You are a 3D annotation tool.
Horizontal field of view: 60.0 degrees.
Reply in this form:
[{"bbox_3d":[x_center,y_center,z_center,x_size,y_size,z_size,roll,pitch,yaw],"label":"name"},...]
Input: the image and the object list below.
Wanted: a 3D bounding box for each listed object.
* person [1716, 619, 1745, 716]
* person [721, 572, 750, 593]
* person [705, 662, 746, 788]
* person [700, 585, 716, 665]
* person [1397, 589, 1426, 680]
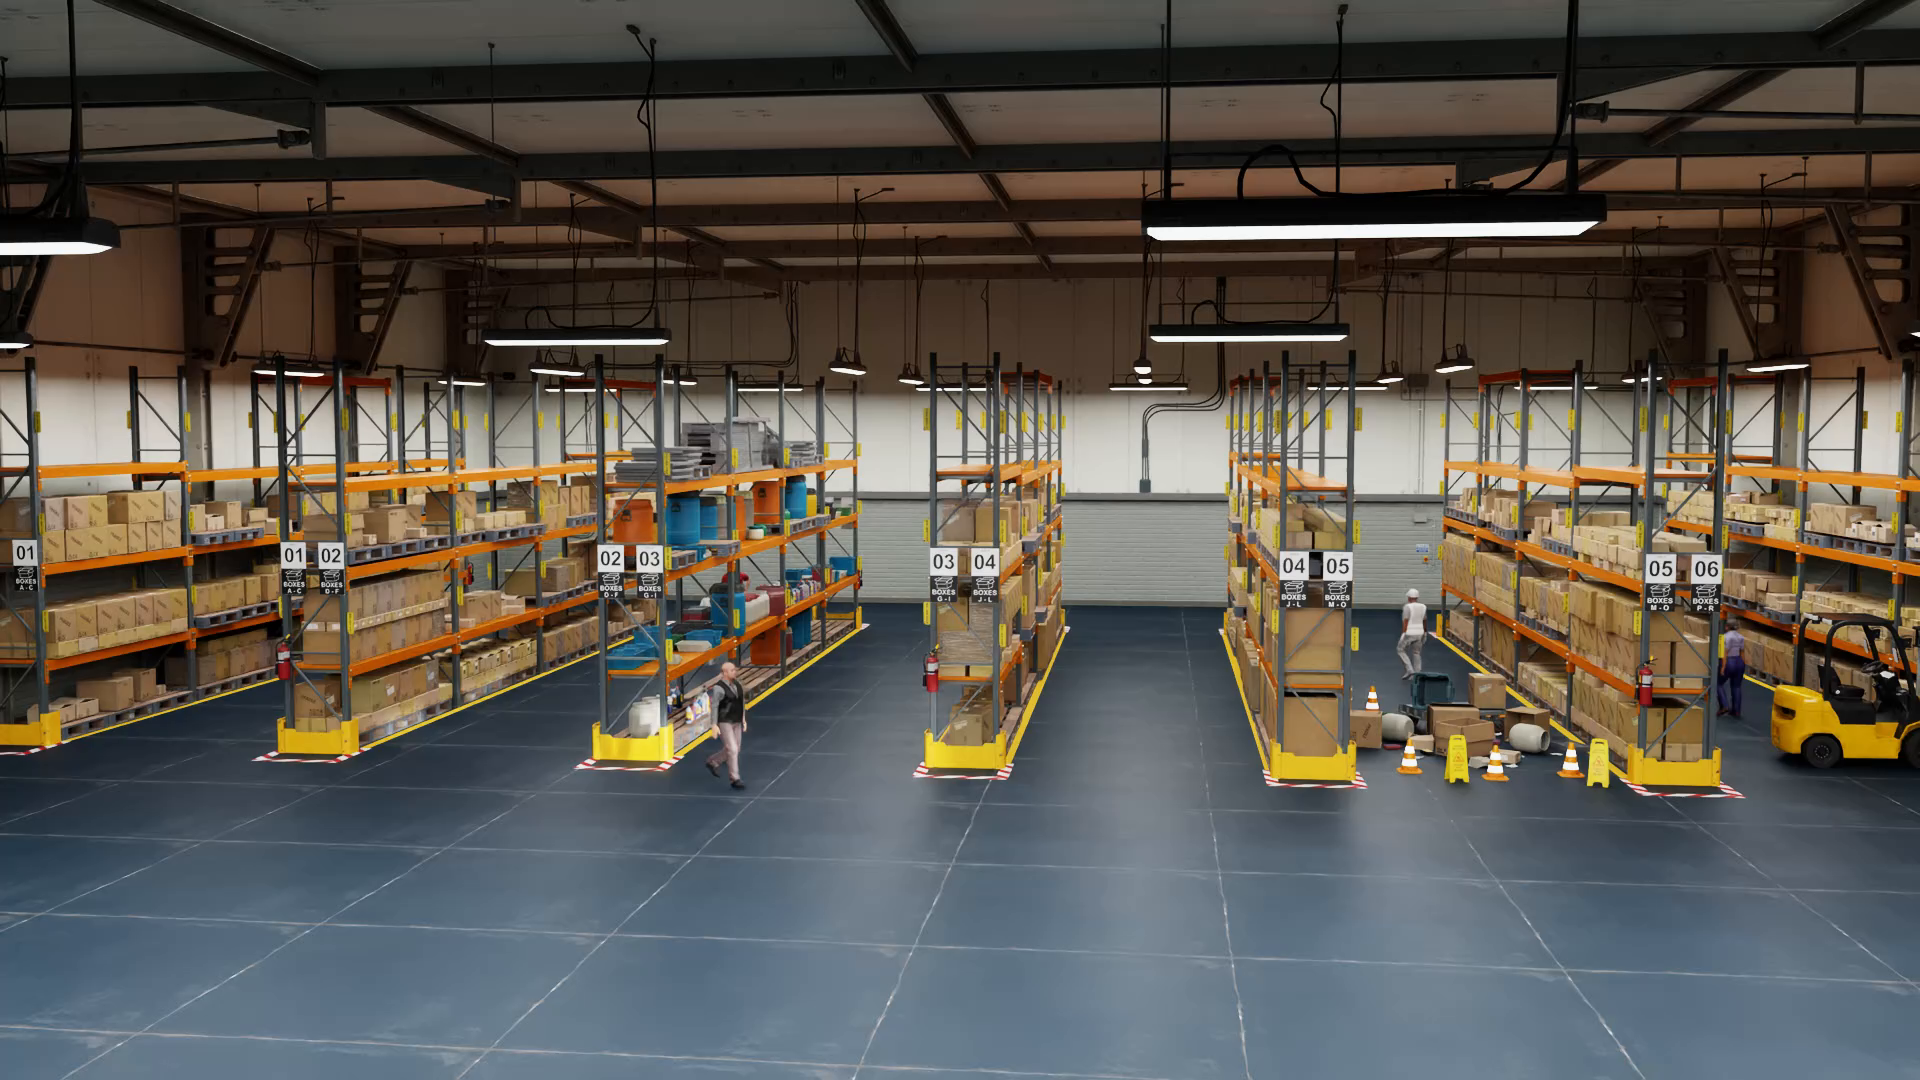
[{"bbox_3d":[13.164,2.196,28.425,0.529,1.669,0.392,-2,4,-22],"label":"person"},{"bbox_3d":[-5.406,1.356,40.078,0.658,1.635,0.734,1,4,15],"label":"person"},{"bbox_3d":[-3.208,2.529,22.961,0.886,1.695,0.577,3,5,33],"label":"person"},{"bbox_3d":[-5.193,1.764,34.264,0.534,1.643,0.587,1,4,10],"label":"person"},{"bbox_3d":[8.766,1.838,32.138,0.609,1.785,0.463,-2,4,-24],"label":"person"}]
